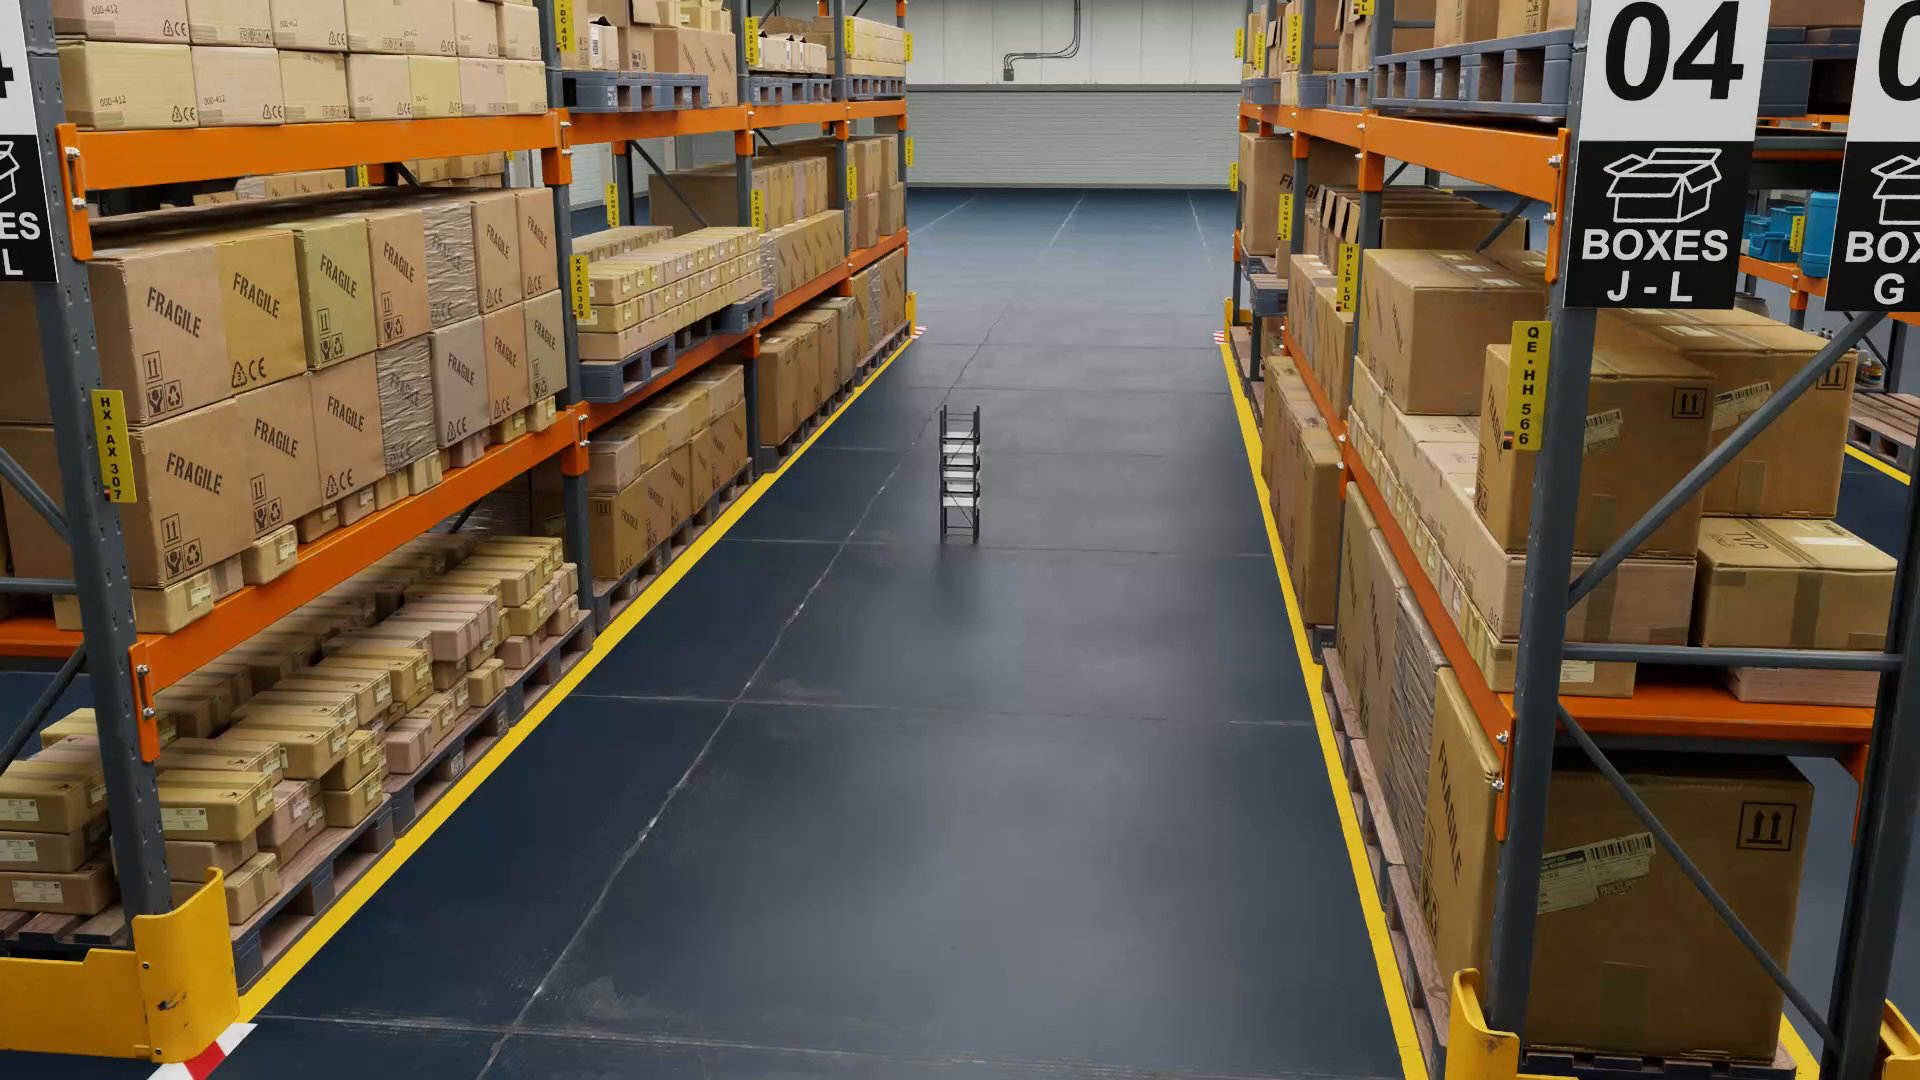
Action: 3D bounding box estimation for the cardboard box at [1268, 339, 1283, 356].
[{"bbox_3d":[3.153,-1.528,15.012,0.700,0.500,0.500,2,15,6],"label":"cardboard box"}]

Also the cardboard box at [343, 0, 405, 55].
[{"bbox_3d":[-2.465,-1.985,6.338,0.500,0.250,0.500,1,15,4],"label":"cardboard box"}]

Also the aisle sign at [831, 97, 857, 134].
[{"bbox_3d":[-1.440,-5.296,20.021,0.394,0.787,0.004,2,15,6],"label":"aisle sign"}]

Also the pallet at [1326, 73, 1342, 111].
[{"bbox_3d":[2.721,-2.665,9.886,1.003,0.211,1.213,2,15,9],"label":"pallet"}]

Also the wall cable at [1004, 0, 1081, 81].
[{"bbox_3d":[2.476,-16.884,49.850,2.305,6.003,0.169,2,15,6],"label":"wall cable"}]

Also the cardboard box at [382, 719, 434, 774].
[{"bbox_3d":[-2.422,0.854,6.914,0.380,0.149,0.250,1,15,4],"label":"cardboard box"}]

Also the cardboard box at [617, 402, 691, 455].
[{"bbox_3d":[-2.038,-0.714,10.603,0.500,0.250,0.500,2,15,8],"label":"cardboard box"}]

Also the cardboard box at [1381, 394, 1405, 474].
[{"bbox_3d":[1.986,-0.423,6.697,0.500,0.250,0.500,2,15,8],"label":"cardboard box"}]

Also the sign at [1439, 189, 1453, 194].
[{"bbox_3d":[3.416,-2.310,11.740,0.100,0.325,0.005,2,15,6],"label":"sign"}]

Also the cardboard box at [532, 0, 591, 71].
[{"bbox_3d":[-2.352,-2.696,8.642,0.700,0.500,0.500,2,15,6],"label":"cardboard box"}]

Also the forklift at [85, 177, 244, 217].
[{"bbox_3d":[-4.993,-1.242,10.139,1.130,2.935,3.031,1,15,4],"label":"forklift"}]

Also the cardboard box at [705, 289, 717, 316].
[{"bbox_3d":[-1.801,-1.546,10.811,0.380,0.149,0.250,2,15,8],"label":"cardboard box"}]

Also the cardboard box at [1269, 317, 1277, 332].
[{"bbox_3d":[3.458,-2.051,16.987,0.500,0.500,0.500,7,17,24],"label":"cardboard box"}]

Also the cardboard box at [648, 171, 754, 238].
[{"bbox_3d":[-1.992,-2.586,12.872,0.700,0.500,0.500,2,15,6],"label":"cardboard box"}]

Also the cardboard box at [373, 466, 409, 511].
[{"bbox_3d":[-2.468,-0.223,6.722,0.380,0.149,0.250,2,15,8],"label":"cardboard box"}]

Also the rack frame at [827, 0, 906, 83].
[{"bbox_3d":[-1.150,-6.910,19.476,1.000,3.000,0.127,2,15,6],"label":"rack frame"}]

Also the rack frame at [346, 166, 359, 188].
[{"bbox_3d":[-6.531,-3.096,16.865,1.000,3.000,0.127,2,15,6],"label":"rack frame"}]

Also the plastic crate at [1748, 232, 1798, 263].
[{"bbox_3d":[8.092,-2.881,16.357,0.499,0.251,0.616,2,15,6],"label":"plastic crate"}]

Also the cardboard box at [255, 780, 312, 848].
[{"bbox_3d":[-2.554,0.968,5.922,0.380,0.149,0.250,2,15,6],"label":"cardboard box"}]

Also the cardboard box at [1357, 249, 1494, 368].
[{"bbox_3d":[2.105,-1.046,7.564,0.500,0.500,0.500,2,15,6],"label":"cardboard box"}]

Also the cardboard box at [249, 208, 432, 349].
[{"bbox_3d":[-2.455,-1.045,6.602,0.500,0.500,0.500,1,15,4],"label":"cardboard box"}]

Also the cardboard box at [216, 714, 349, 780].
[{"bbox_3d":[-2.491,0.760,6.123,0.380,0.149,0.250,2,15,6],"label":"cardboard box"}]

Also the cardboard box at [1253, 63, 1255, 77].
[{"bbox_3d":[3.326,-5.009,17.715,0.380,0.149,0.250,1,15,4],"label":"cardboard box"}]

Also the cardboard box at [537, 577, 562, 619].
[{"bbox_3d":[-2.242,0.290,8.430,0.380,0.149,0.250,1,15,4],"label":"cardboard box"}]

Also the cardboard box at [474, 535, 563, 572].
[{"bbox_3d":[-2.285,0.085,8.619,0.380,0.149,0.250,2,15,8],"label":"cardboard box"}]

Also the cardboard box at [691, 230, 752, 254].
[{"bbox_3d":[-1.683,-2.102,11.726,0.380,0.149,0.250,2,15,6],"label":"cardboard box"}]

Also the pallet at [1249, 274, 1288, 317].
[{"bbox_3d":[2.839,-1.862,12.669,1.213,0.211,1.003,2,15,6],"label":"pallet"}]

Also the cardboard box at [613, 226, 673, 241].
[{"bbox_3d":[-2.298,-2.192,12.060,0.380,0.149,0.250,2,15,6],"label":"cardboard box"}]

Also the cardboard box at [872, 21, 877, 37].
[{"bbox_3d":[-1.080,-5.354,17.425,0.380,0.149,0.250,2,15,6],"label":"cardboard box"}]

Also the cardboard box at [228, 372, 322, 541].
[{"bbox_3d":[-2.595,-0.304,5.778,0.500,0.500,0.500,2,15,6],"label":"cardboard box"}]

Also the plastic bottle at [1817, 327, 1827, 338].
[{"bbox_3d":[8.831,-1.996,17.031,0.144,0.351,0.185,2,15,9],"label":"plastic bottle"}]

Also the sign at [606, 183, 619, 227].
[{"bbox_3d":[-2.604,-2.513,12.492,0.100,0.325,0.005,2,15,6],"label":"sign"}]

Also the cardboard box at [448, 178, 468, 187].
[{"bbox_3d":[-5.988,-3.917,19.140,0.500,0.500,0.500,2,15,6],"label":"cardboard box"}]

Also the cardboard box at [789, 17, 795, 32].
[{"bbox_3d":[-1.848,-5.109,16.520,0.380,0.149,0.250,2,15,6],"label":"cardboard box"}]

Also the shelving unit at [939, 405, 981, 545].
[{"bbox_3d":[-0.001,-0.432,11.037,0.258,0.900,0.210,2,15,6],"label":"shelving unit"}]

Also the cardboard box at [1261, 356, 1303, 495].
[{"bbox_3d":[2.766,-0.765,11.512,1.225,0.875,0.875,1,15,4],"label":"cardboard box"}]

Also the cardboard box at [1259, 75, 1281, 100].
[{"bbox_3d":[3.108,-4.306,15.879,0.500,0.250,0.500,2,15,8],"label":"cardboard box"}]

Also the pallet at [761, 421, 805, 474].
[{"bbox_3d":[-1.889,-0.795,13.698,1.003,0.211,1.213,2,15,6],"label":"pallet"}]

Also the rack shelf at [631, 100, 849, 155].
[{"bbox_3d":[-1.827,-3.558,14.207,1.077,0.370,4.000,2,15,6],"label":"rack shelf"}]

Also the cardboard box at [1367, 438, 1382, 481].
[{"bbox_3d":[1.962,-0.336,7.140,0.380,0.149,0.250,1,15,5],"label":"cardboard box"}]

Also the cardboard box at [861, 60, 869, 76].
[{"bbox_3d":[-1.137,-4.835,17.036,0.380,0.149,0.250,1,15,5],"label":"cardboard box"}]

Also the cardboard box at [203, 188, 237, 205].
[{"bbox_3d":[-6.596,-2.836,14.339,0.500,0.500,0.500,2,15,7],"label":"cardboard box"}]

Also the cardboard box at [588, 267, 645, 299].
[{"bbox_3d":[-1.977,-1.431,9.246,0.380,0.149,0.250,2,15,8],"label":"cardboard box"}]

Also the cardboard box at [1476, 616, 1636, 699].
[{"bbox_3d":[1.675,0.327,4.686,0.380,0.149,0.250,2,15,7],"label":"cardboard box"}]

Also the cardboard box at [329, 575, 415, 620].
[{"bbox_3d":[-2.825,0.273,7.923,0.380,0.149,0.250,1,15,5],"label":"cardboard box"}]

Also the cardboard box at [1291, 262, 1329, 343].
[{"bbox_3d":[2.483,-1.563,11.004,0.500,0.500,0.500,1,15,5],"label":"cardboard box"}]

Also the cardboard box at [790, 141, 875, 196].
[{"bbox_3d":[-1.381,-3.947,17.656,0.875,0.550,0.550,2,15,6],"label":"cardboard box"}]

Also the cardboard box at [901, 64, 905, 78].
[{"bbox_3d":[-0.850,-5.495,19.477,0.380,0.149,0.250,2,15,6],"label":"cardboard box"}]

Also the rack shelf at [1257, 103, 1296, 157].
[{"bbox_3d":[3.090,-3.386,13.570,1.077,0.370,4.000,2,15,6],"label":"rack shelf"}]

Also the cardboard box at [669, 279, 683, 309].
[{"bbox_3d":[-1.889,-1.487,10.021,0.380,0.149,0.250,2,15,9],"label":"cardboard box"}]

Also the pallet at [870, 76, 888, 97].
[{"bbox_3d":[-1.358,-4.909,17.993,1.003,0.211,1.213,2,15,6],"label":"pallet"}]

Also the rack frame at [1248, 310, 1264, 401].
[{"bbox_3d":[3.316,-2.804,15.786,1.000,3.000,0.127,2,15,6],"label":"rack frame"}]

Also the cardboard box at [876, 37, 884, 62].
[{"bbox_3d":[-1.099,-5.258,17.836,0.500,0.250,0.500,2,15,7],"label":"cardboard box"}]

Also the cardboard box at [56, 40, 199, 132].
[{"bbox_3d":[-2.650,-1.349,4.944,0.500,0.250,0.500,2,15,8],"label":"cardboard box"}]

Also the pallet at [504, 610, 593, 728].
[{"bbox_3d":[-2.544,0.620,8.465,1.003,0.211,1.213,2,15,6],"label":"pallet"}]

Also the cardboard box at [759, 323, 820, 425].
[{"bbox_3d":[-1.799,-1.438,14.238,1.050,0.750,0.750,2,15,7],"label":"cardboard box"}]
